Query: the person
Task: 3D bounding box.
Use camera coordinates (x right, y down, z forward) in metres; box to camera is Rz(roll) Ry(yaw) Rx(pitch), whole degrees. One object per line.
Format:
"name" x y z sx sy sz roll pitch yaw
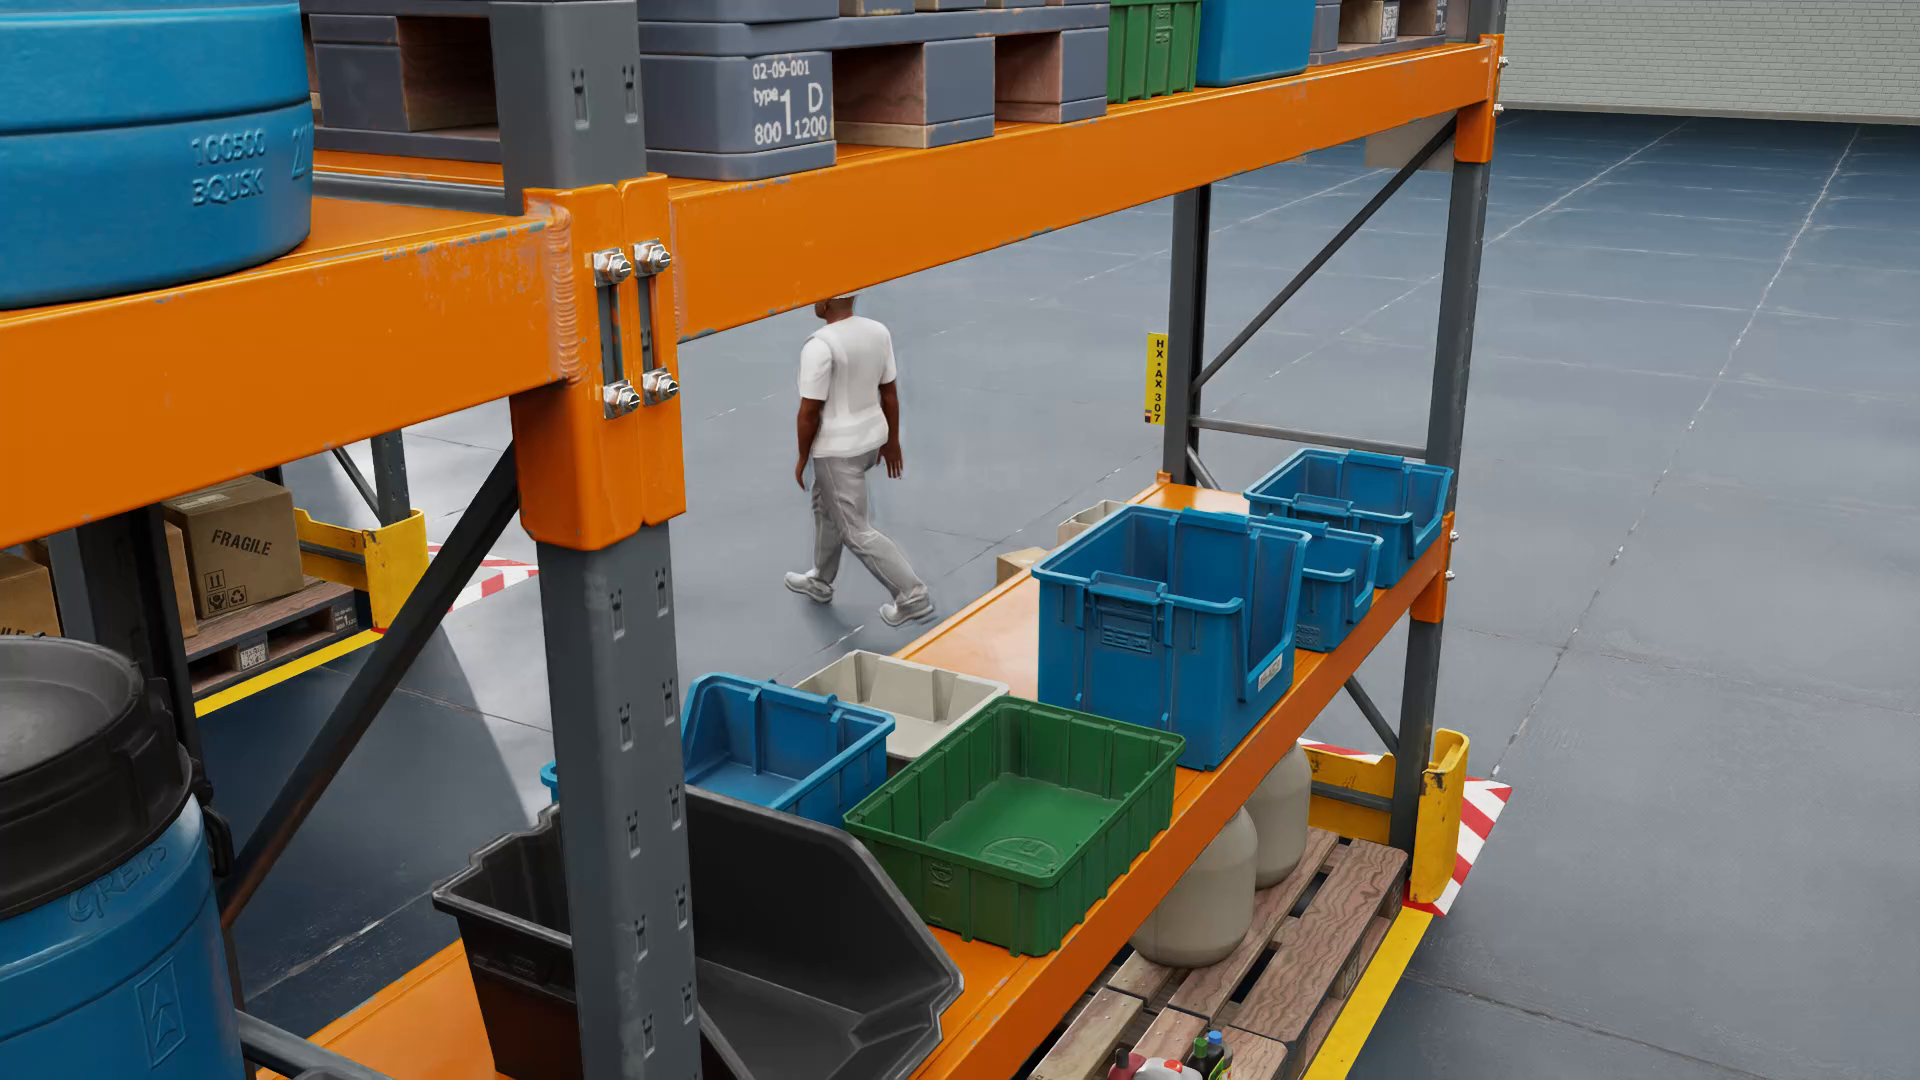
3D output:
"person" -0.522 -0.439 7.793 1.021 1.730 0.571 11 22 29
